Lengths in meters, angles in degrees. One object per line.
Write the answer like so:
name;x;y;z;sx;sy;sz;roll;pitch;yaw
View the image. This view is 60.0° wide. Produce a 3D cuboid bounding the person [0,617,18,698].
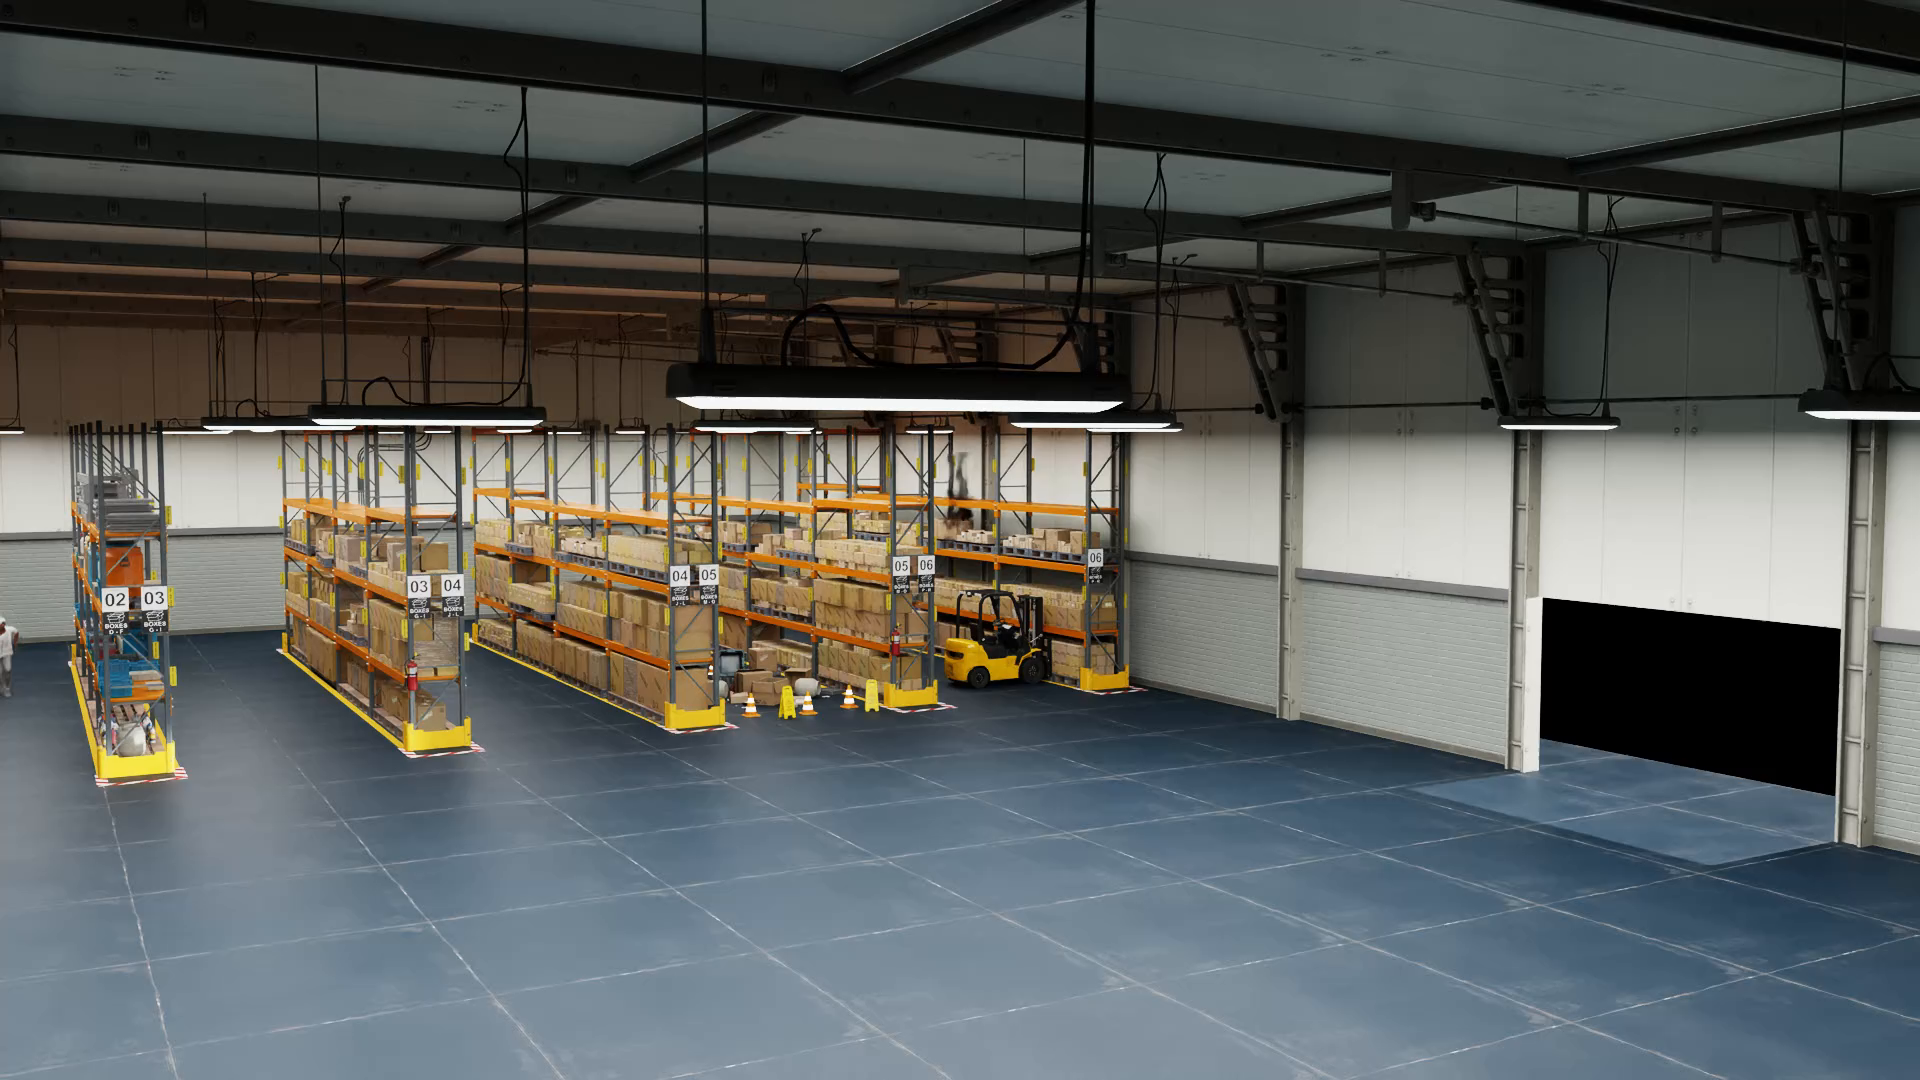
person;-21.181;2.589;36.752;0.674;1.827;0.863;-2;4;-30
